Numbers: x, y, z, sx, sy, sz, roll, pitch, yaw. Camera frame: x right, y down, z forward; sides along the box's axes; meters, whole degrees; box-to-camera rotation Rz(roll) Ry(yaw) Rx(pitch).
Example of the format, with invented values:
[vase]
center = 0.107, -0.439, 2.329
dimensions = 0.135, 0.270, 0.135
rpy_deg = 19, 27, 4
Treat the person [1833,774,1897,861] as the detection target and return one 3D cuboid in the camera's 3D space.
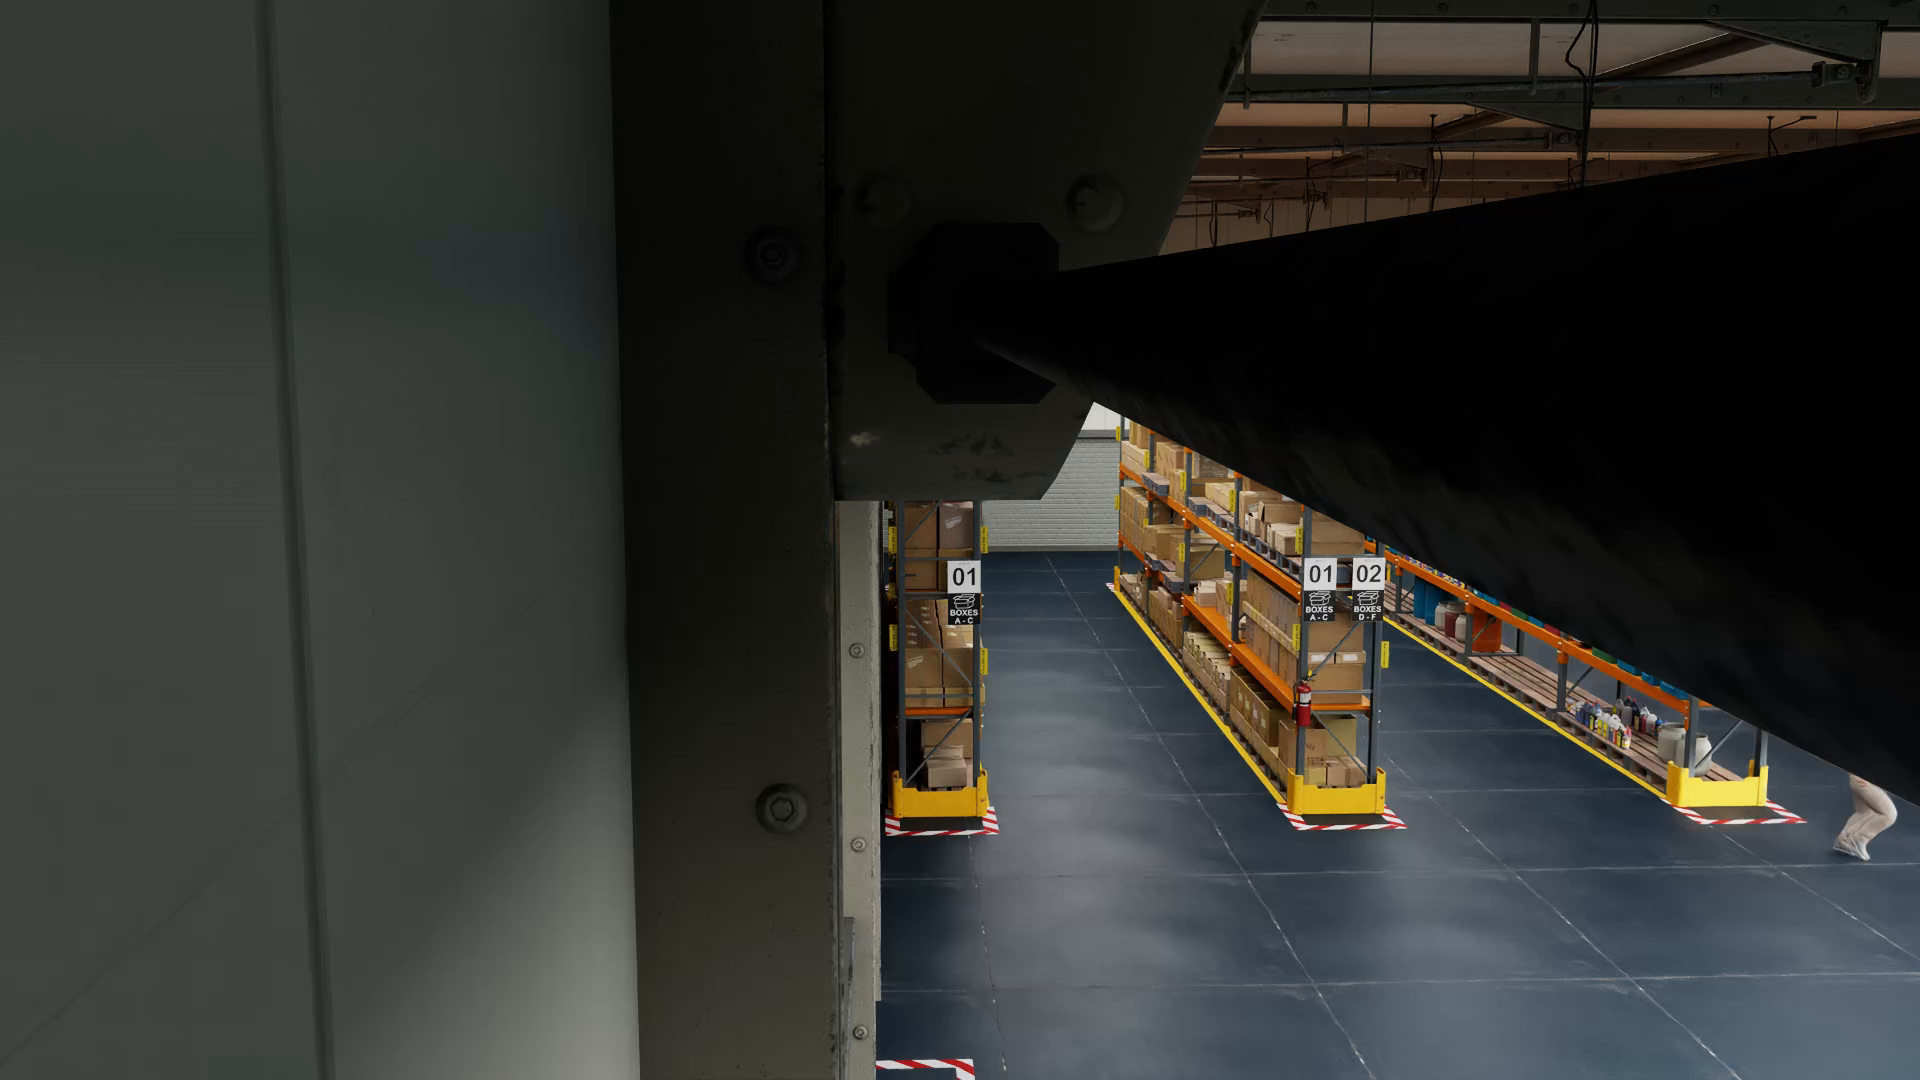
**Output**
[person]
center = 10.342, 2.784, 18.939
dimensions = 0.607, 1.700, 0.678
rpy_deg = 4, 9, 27
